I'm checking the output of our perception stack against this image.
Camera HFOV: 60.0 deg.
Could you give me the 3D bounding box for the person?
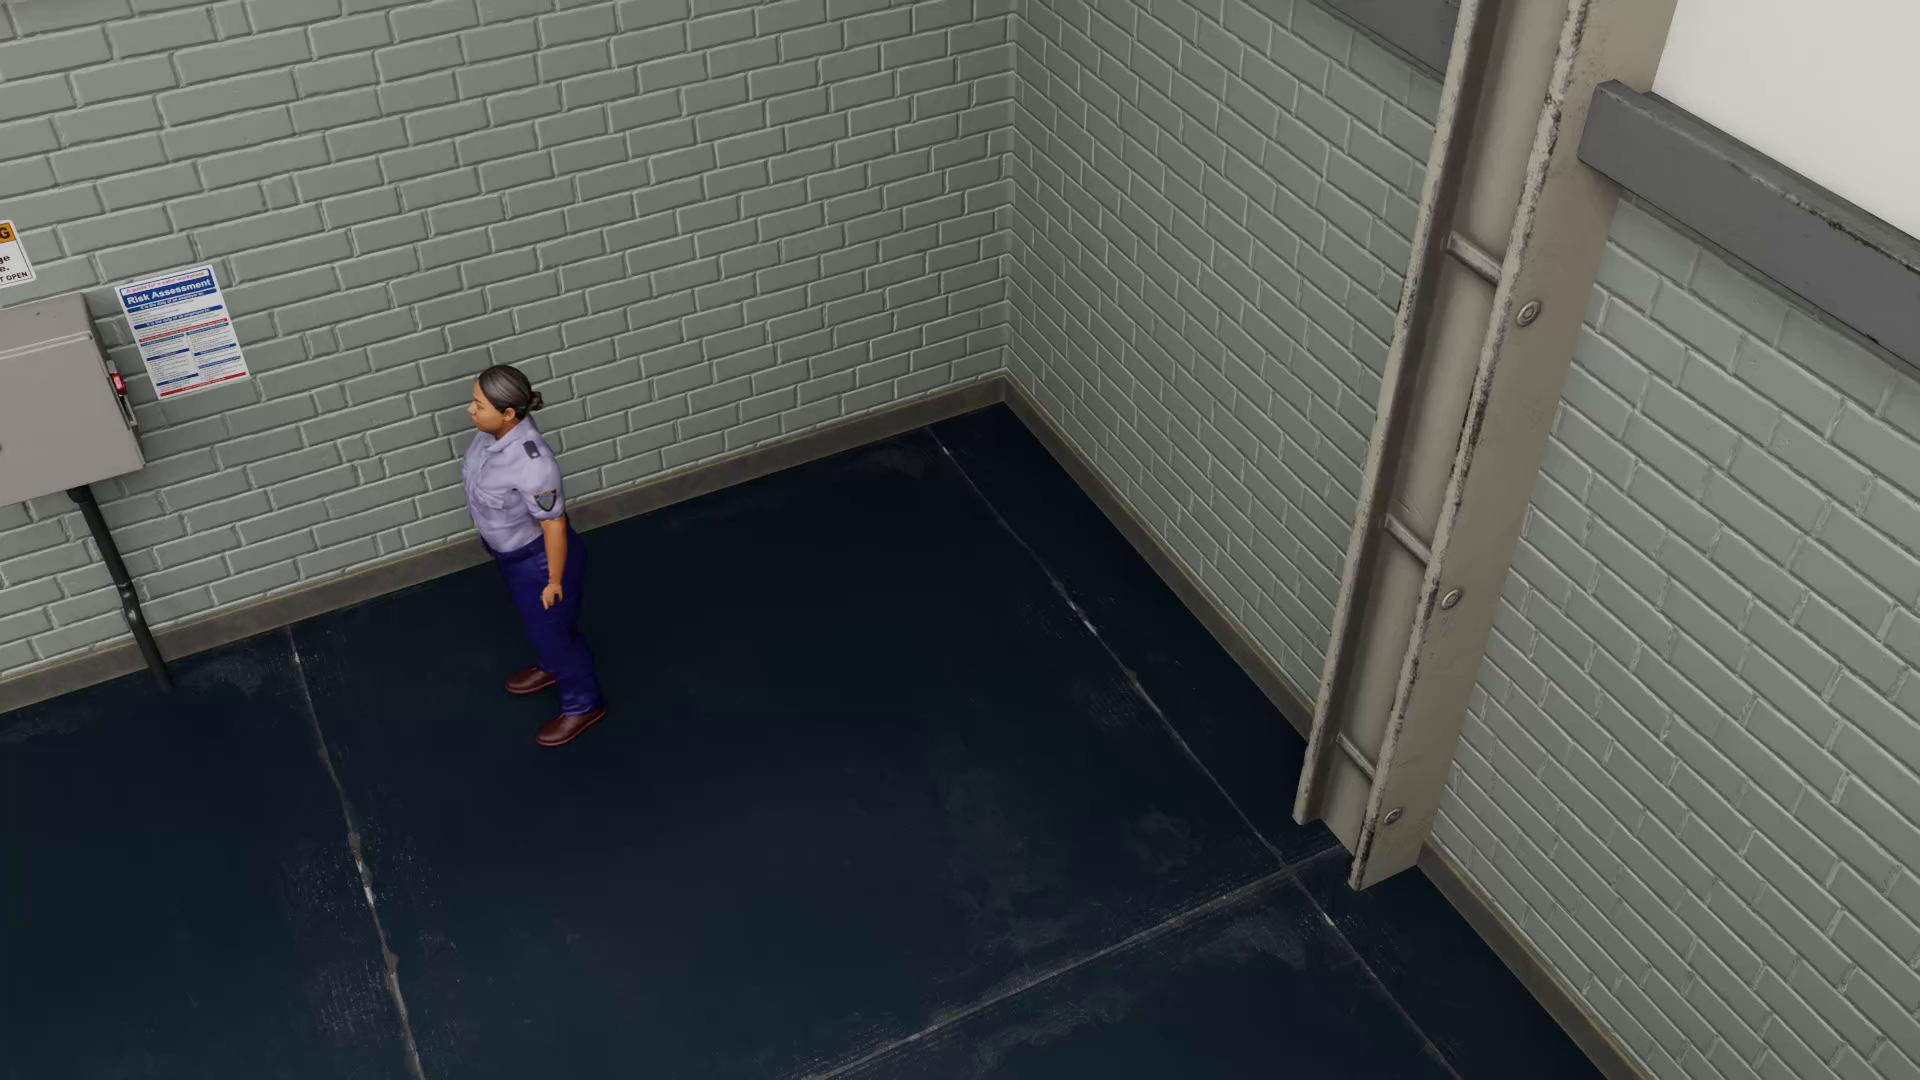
[{"bbox_3d":[-1.579,0.042,6.123,0.361,1.651,0.487,-22,46,-23],"label":"person"}]
